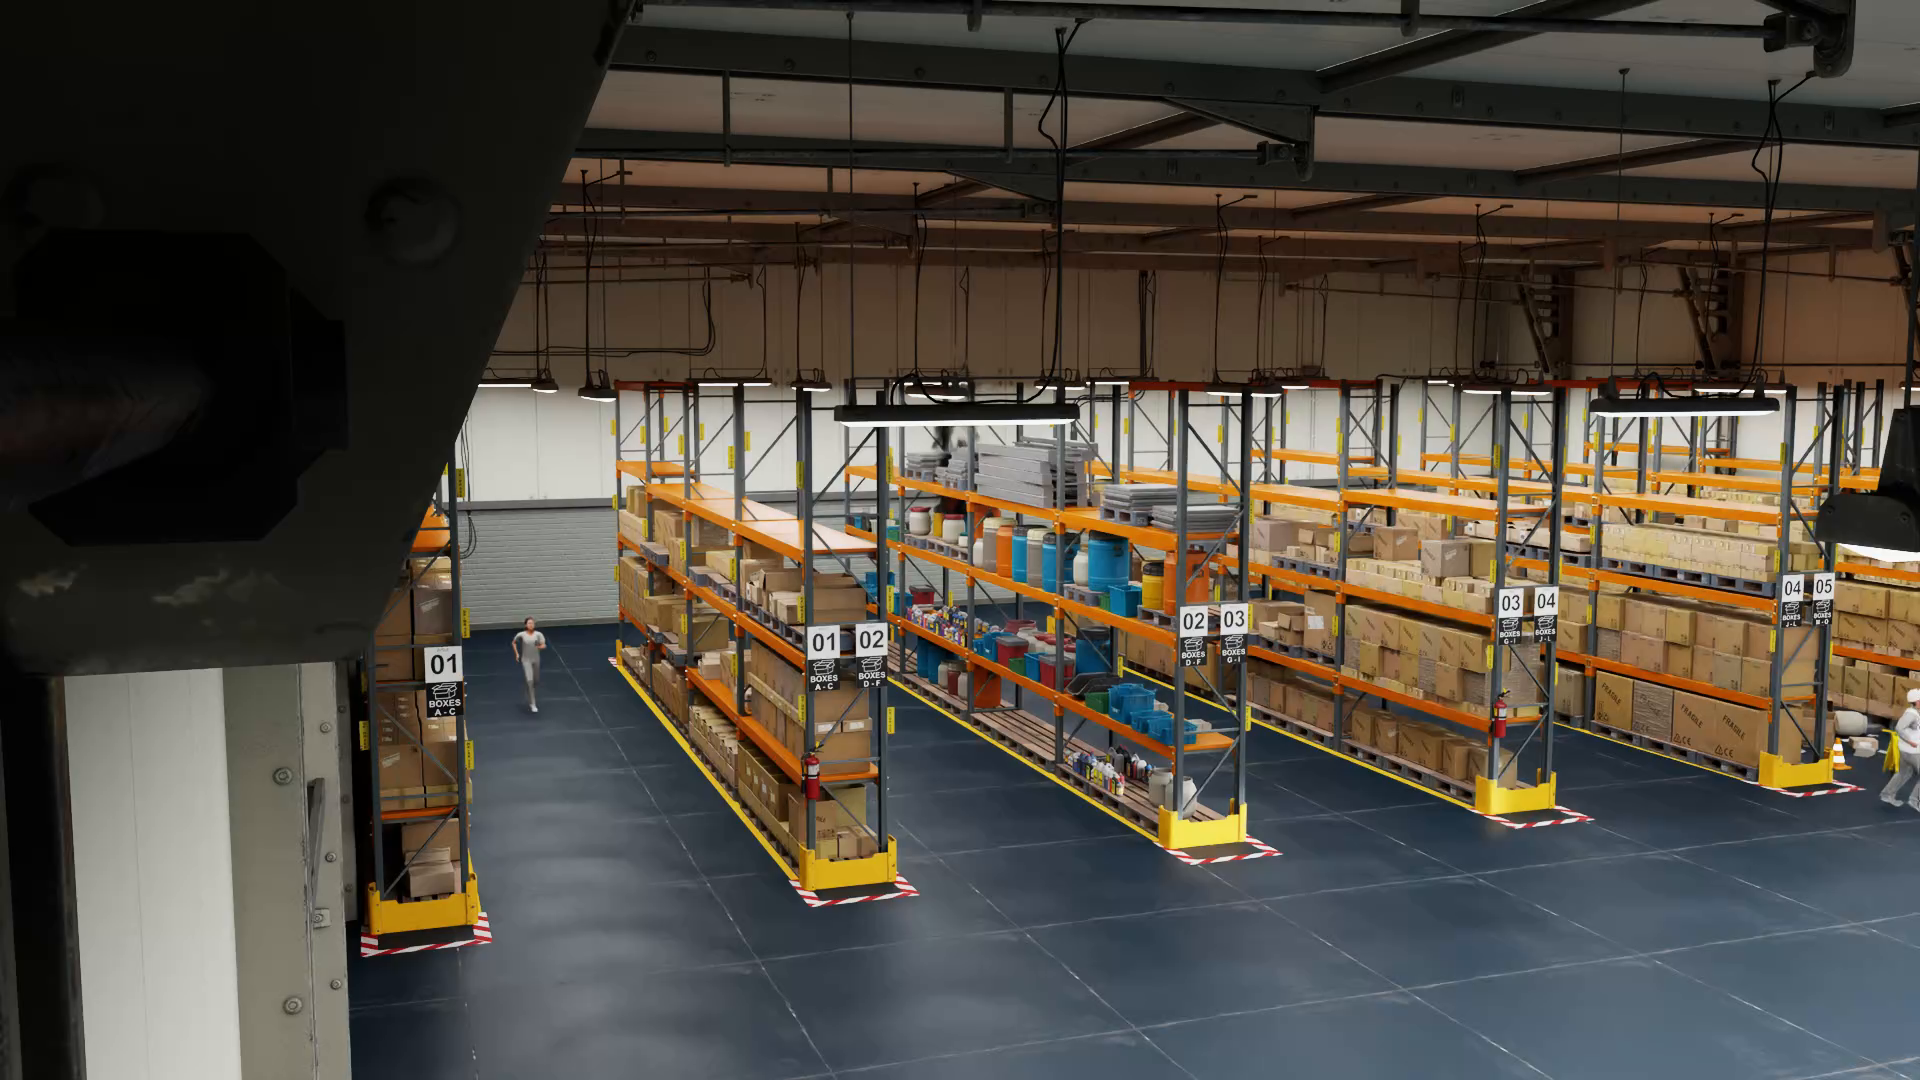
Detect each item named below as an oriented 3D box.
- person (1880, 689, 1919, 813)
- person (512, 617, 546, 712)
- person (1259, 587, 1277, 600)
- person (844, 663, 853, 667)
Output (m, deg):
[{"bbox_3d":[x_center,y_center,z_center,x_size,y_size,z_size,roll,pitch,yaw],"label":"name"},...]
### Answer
[{"bbox_3d":[13.438,2.988,23.448,0.734,1.816,0.657,3,7,26],"label":"person"},{"bbox_3d":[-7.871,2.253,30.520,0.553,1.685,0.859,-4,7,-32],"label":"person"},{"bbox_3d":[7.696,1.196,41.241,0.586,1.577,0.613,2,6,19],"label":"person"},{"bbox_3d":[-2.209,1.927,31.416,0.565,1.621,0.475,-3,7,-23],"label":"person"}]
